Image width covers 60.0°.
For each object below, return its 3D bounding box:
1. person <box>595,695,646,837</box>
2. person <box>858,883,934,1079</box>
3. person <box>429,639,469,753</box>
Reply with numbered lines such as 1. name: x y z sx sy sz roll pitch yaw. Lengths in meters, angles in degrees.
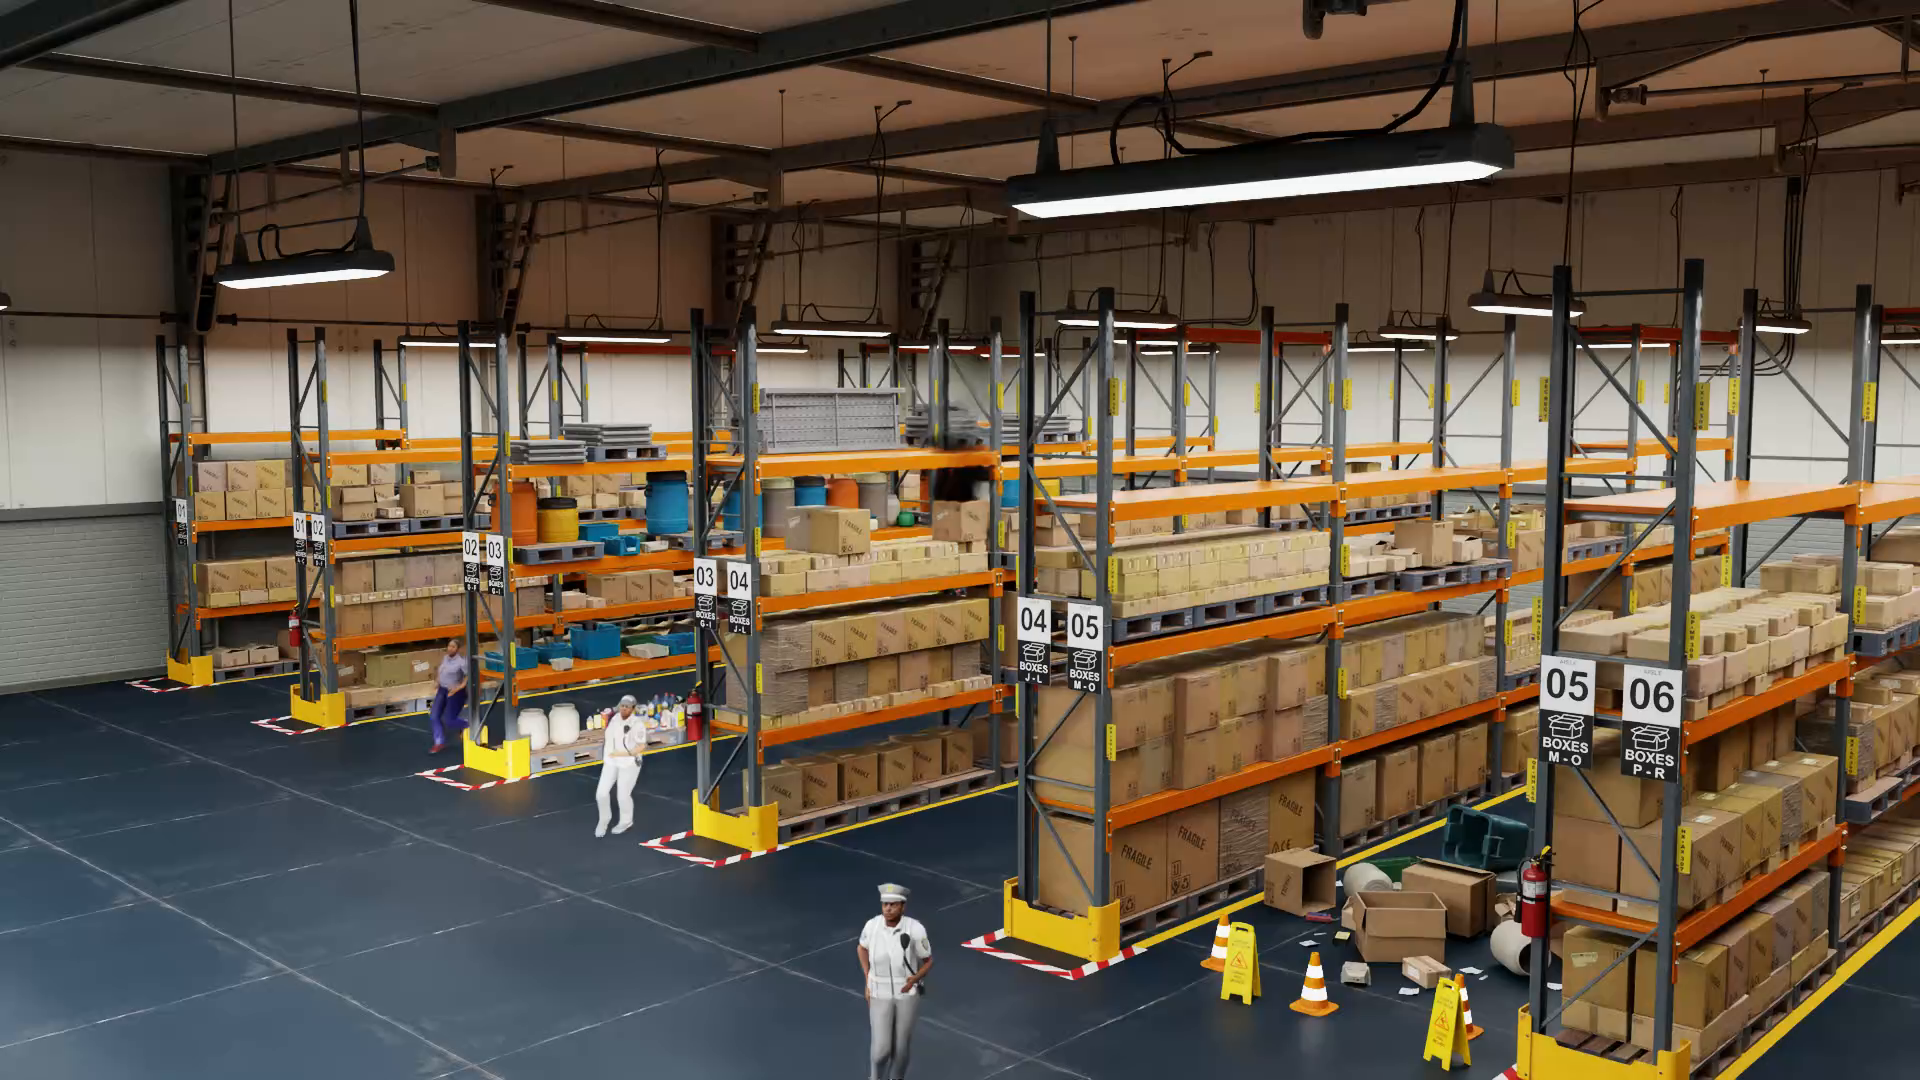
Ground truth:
1. person: -3.859 2.582 18.992 0.631 1.667 0.631 1 6 14
2. person: -0.465 3.231 11.736 0.560 1.667 0.576 0 5 2
3. person: -7.143 2.190 23.475 0.647 1.621 0.642 3 6 26
